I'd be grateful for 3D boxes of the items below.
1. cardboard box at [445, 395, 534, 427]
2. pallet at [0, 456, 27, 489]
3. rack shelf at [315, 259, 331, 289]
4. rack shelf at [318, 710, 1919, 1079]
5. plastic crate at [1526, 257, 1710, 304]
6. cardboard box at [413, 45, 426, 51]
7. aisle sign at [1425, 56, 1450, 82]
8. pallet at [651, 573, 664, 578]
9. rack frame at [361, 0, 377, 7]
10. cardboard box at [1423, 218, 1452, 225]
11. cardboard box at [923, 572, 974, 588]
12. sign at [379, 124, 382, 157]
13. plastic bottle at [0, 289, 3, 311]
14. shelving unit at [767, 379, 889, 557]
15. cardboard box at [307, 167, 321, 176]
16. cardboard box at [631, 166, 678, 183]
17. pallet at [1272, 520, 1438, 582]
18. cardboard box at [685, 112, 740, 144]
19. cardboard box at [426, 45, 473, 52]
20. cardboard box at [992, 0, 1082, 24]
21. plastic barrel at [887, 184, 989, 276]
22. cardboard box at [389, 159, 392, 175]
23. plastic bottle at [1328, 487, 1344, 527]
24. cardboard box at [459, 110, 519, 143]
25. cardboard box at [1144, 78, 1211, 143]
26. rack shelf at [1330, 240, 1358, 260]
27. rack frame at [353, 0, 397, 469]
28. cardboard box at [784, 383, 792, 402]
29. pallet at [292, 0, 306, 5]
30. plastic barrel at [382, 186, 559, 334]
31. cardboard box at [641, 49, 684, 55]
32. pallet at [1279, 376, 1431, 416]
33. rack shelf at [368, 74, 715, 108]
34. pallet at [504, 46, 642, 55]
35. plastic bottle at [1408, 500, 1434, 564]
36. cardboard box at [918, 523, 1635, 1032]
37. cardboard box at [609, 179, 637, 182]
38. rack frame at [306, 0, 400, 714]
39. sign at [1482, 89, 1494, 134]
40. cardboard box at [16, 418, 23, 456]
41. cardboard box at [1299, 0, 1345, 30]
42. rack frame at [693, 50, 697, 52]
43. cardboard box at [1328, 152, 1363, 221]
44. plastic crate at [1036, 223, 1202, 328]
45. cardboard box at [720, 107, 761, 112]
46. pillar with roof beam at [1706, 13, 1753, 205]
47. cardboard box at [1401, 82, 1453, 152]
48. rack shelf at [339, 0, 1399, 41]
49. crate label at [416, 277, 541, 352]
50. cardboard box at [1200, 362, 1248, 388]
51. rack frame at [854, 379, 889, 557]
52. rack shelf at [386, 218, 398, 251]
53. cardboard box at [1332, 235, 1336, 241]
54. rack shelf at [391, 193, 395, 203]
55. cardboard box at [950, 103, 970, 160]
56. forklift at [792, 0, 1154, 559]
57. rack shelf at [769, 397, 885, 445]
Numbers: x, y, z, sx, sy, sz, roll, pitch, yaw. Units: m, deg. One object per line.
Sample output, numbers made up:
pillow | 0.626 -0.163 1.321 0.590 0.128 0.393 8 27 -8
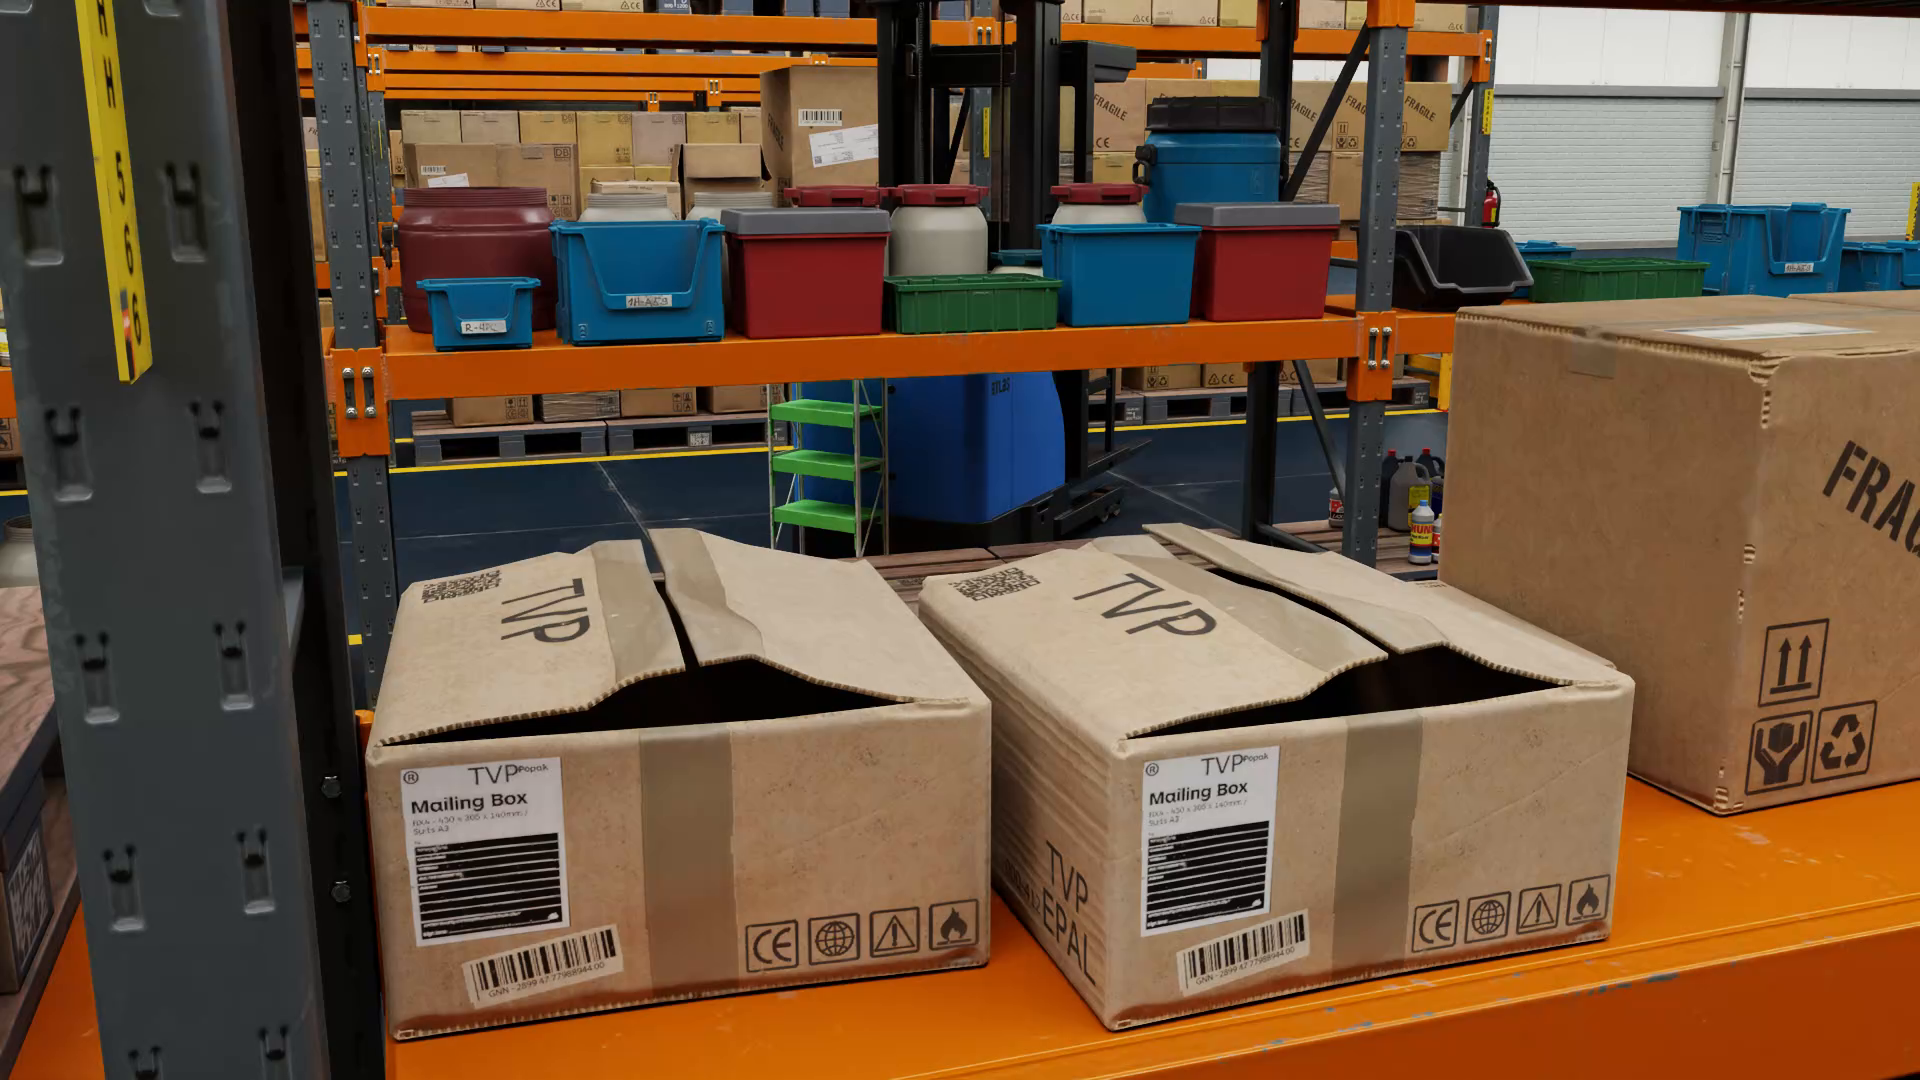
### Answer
cardboard box | -3.164 -1.069 11.104 0.500 0.500 0.700 -5 14 -21
pallet | -5.718 -0.529 10.412 1.213 0.211 1.003 -4 14 -18
rack shelf | -5.688 -1.519 10.102 4.000 0.370 1.077 -4 14 -18
rack shelf | 1.259 0.358 2.208 4.000 0.370 1.077 -4 14 -18
plastic crate | 2.955 -1.161 7.499 0.662 0.188 0.450 -4 14 -18
cardboard box | -7.776 -7.040 23.934 0.500 0.500 0.500 -4 14 -18
aisle sign | 3.753 -3.942 13.117 0.004 0.787 0.394 -4 14 -18
pallet | -1.466 0.377 6.600 1.213 0.211 1.003 -4 14 -18
rack frame | -5.279 -6.031 14.550 0.127 3.000 1.000 -4 14 -18
cardboard box | 3.585 -2.419 12.872 0.250 0.149 0.380 -4 14 -18
cardboard box | 0.128 0.151 2.067 0.250 0.149 0.380 -4 14 -18
sign | -5.097 -3.519 14.622 0.005 0.325 0.100 -4 14 -18
plastic bottle | -3.525 -0.862 6.035 0.133 0.283 0.061 -4 14 -18
shelving unit | -0.605 -0.376 7.632 0.503 1.200 0.258 8 16 31
cardboard box | -5.602 -3.203 14.617 0.250 0.149 0.380 -4 14 -17
cardboard box | -2.855 -3.284 15.752 0.500 0.500 0.500 -4 14 -17
pallet | 2.228 0.090 7.807 1.213 0.211 1.003 -4 14 -18
cardboard box | -2.443 -3.866 16.037 0.500 0.500 0.700 -5 14 -19
cardboard box | -6.052 -5.766 19.703 0.500 0.500 0.700 -4 14 -18
cardboard box | 0.507 -3.675 11.455 0.500 0.250 0.500 -5 14 -20
plastic barrel | -0.094 -1.215 6.976 0.433 0.535 0.433 0 13 0
cardboard box | -8.033 -5.423 24.202 0.500 0.250 0.500 -4 14 -18
plastic bottle | 1.823 -0.174 7.987 0.097 0.201 0.097 0 13 0
cardboard box | -4.371 -3.716 15.405 0.500 0.500 0.700 -5 14 -19
cardboard box | 1.454 -3.043 11.936 0.500 0.500 0.500 -4 14 -18
rack shelf | 1.894 -2.110 12.585 4.000 0.370 1.077 -4 14 -18
rack frame | -3.793 -2.017 10.640 0.127 3.000 1.000 -4 14 -18
cardboard box | -1.048 -1.238 11.818 0.500 0.500 0.700 -5 14 -18
pallet | -4.386 -3.325 10.066 1.003 0.211 1.213 -4 14 -15
plastic barrel | -1.870 -1.097 6.480 0.708 0.536 0.600 -4 14 -18
cardboard box | -3.669 -6.001 20.325 0.500 0.250 0.500 -5 14 -19
pallet | 2.936 -1.193 13.202 1.213 0.211 1.003 -4 14 -18
rack shelf | -5.058 -5.447 20.134 4.000 0.370 1.077 -4 14 -18
pallet | -3.626 -4.622 15.518 1.213 0.211 1.003 -4 14 -15
plastic bottle | 2.020 -0.040 7.273 0.097 0.271 0.097 0 13 0
cardboard box | 0.273 0.176 1.614 0.500 0.311 0.500 -5 14 -19
cardboard box | -2.298 -2.338 11.373 0.258 0.266 0.396 -5 14 -20
rack frame | -2.213 -0.931 6.073 0.127 3.000 1.000 -4 14 -18
sign | 3.948 -3.201 12.433 0.005 0.325 0.100 -4 14 -18
cardboard box | -5.301 -1.077 10.373 0.875 0.875 1.225 -4 14 -18
cardboard box | 2.453 -3.829 12.100 0.500 0.250 0.500 -4 14 -17
rack frame | -3.162 -7.404 20.324 0.127 3.000 1.000 -4 14 -18
cardboard box | 2.824 -2.703 12.665 0.500 0.500 0.875 -4 14 -18
plastic crate | 0.632 -1.068 6.687 0.575 0.384 0.392 -4 14 -18
cardboard box | -2.676 -5.150 20.793 0.500 0.500 0.700 -5 14 -19
pillar with roof beam | 16.528 -9.318 28.371 0.400 9.000 9.100 -4 14 -18
cardboard box | 3.347 -3.192 12.562 0.500 0.500 0.500 -4 14 -18
rack shelf | -0.317 -2.187 6.430 4.000 0.370 1.077 -4 14 -18
crate label | -1.694 -0.798 5.877 0.416 0.233 0.303 -4 14 -18
cardboard box | 2.037 -1.459 12.790 0.500 0.500 0.500 -3 14 -13
rack frame | -0.399 -0.346 7.505 0.015 1.200 0.240 8 16 31
rack shelf | -3.383 -2.910 15.948 4.000 0.370 1.077 -4 14 -18
cardboard box | 2.636 -2.346 12.568 0.250 0.149 0.380 -4 14 -18
rack shelf | -6.644 -5.076 25.057 4.000 0.370 1.077 -4 14 -18
cardboard box | -0.087 -4.101 16.745 0.550 0.550 0.875 -4 14 -18
forklift | 0.263 -1.557 8.856 1.130 2.935 3.031 6 15 24
rack shelf | -0.605 -0.548 7.591 0.480 0.148 0.258 8 16 31
